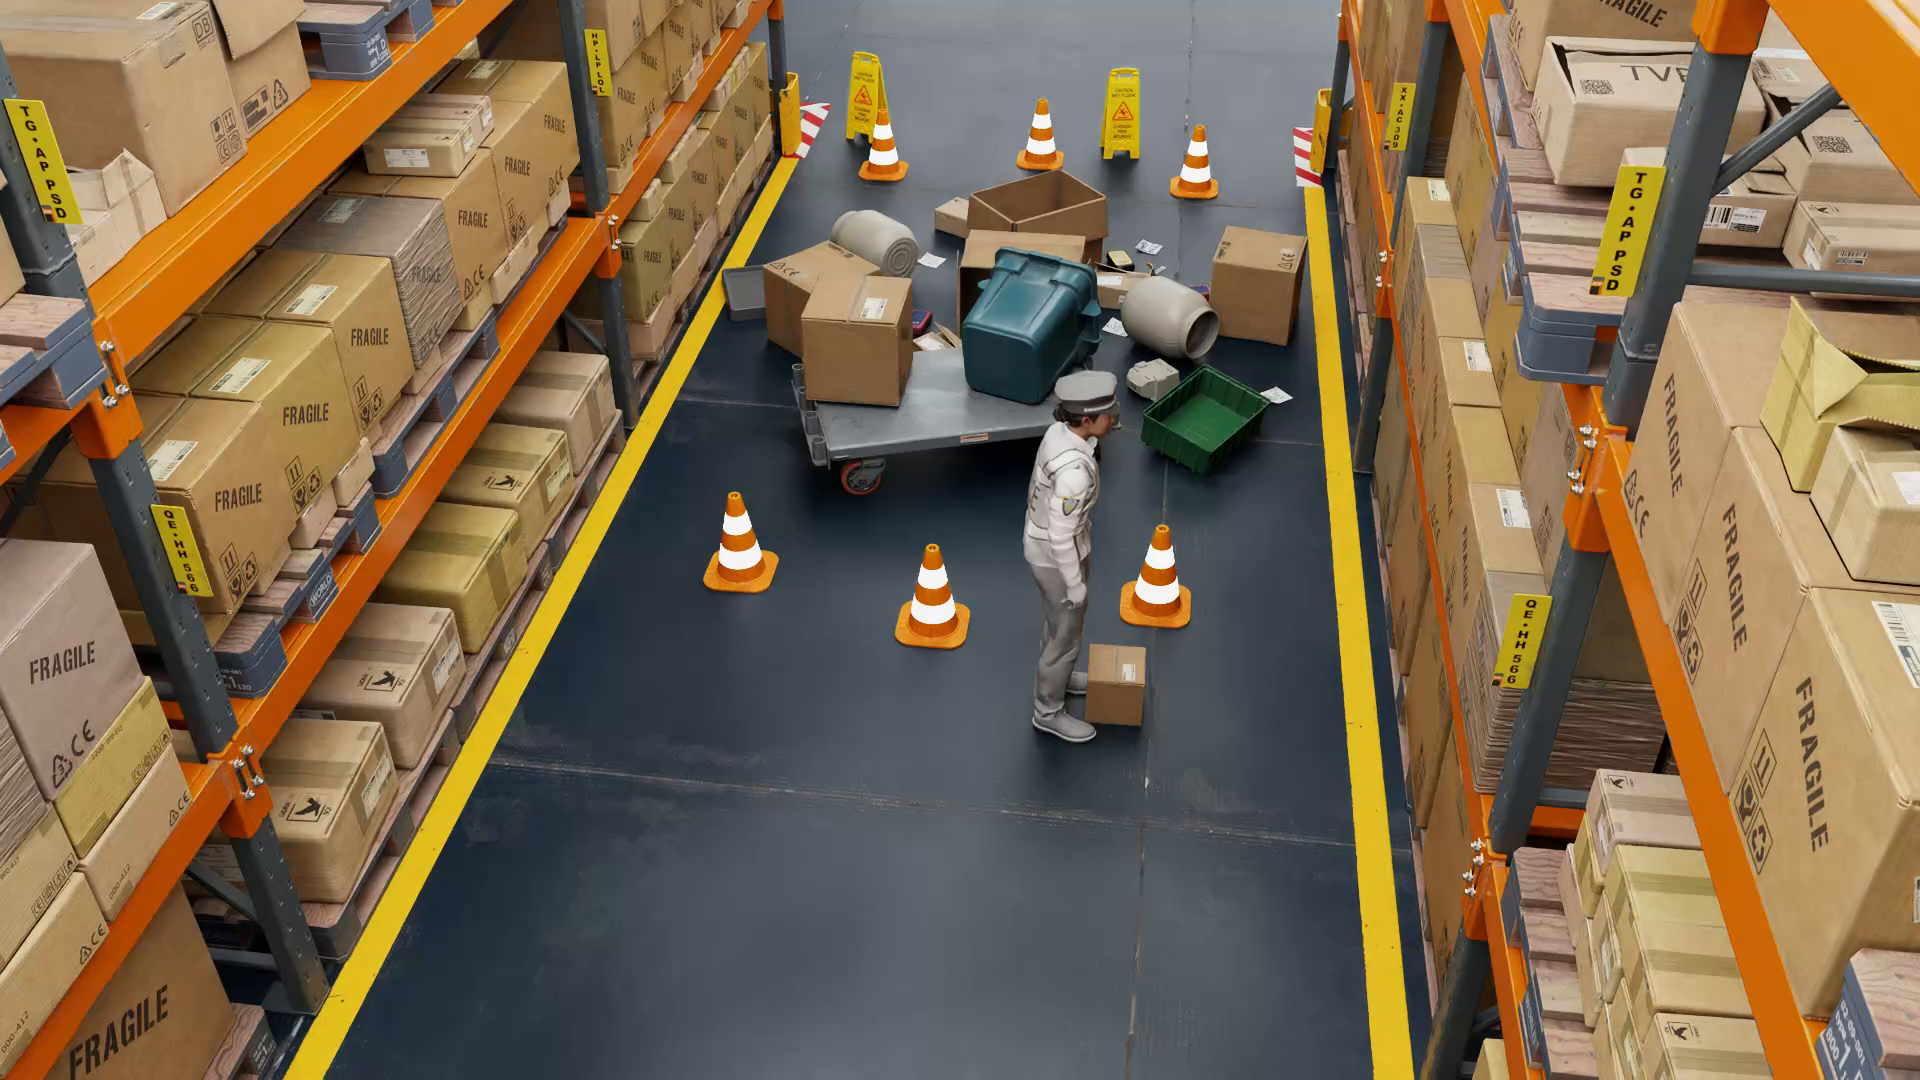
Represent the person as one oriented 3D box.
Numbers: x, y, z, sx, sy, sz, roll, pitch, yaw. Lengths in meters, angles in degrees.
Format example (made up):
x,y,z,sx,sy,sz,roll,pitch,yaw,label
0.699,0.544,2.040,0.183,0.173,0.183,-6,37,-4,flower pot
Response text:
x,y,z,sx,sy,sz,roll,pitch,yaw,label
0.449,0.053,6.961,0.371,1.666,0.547,2,36,3,person
